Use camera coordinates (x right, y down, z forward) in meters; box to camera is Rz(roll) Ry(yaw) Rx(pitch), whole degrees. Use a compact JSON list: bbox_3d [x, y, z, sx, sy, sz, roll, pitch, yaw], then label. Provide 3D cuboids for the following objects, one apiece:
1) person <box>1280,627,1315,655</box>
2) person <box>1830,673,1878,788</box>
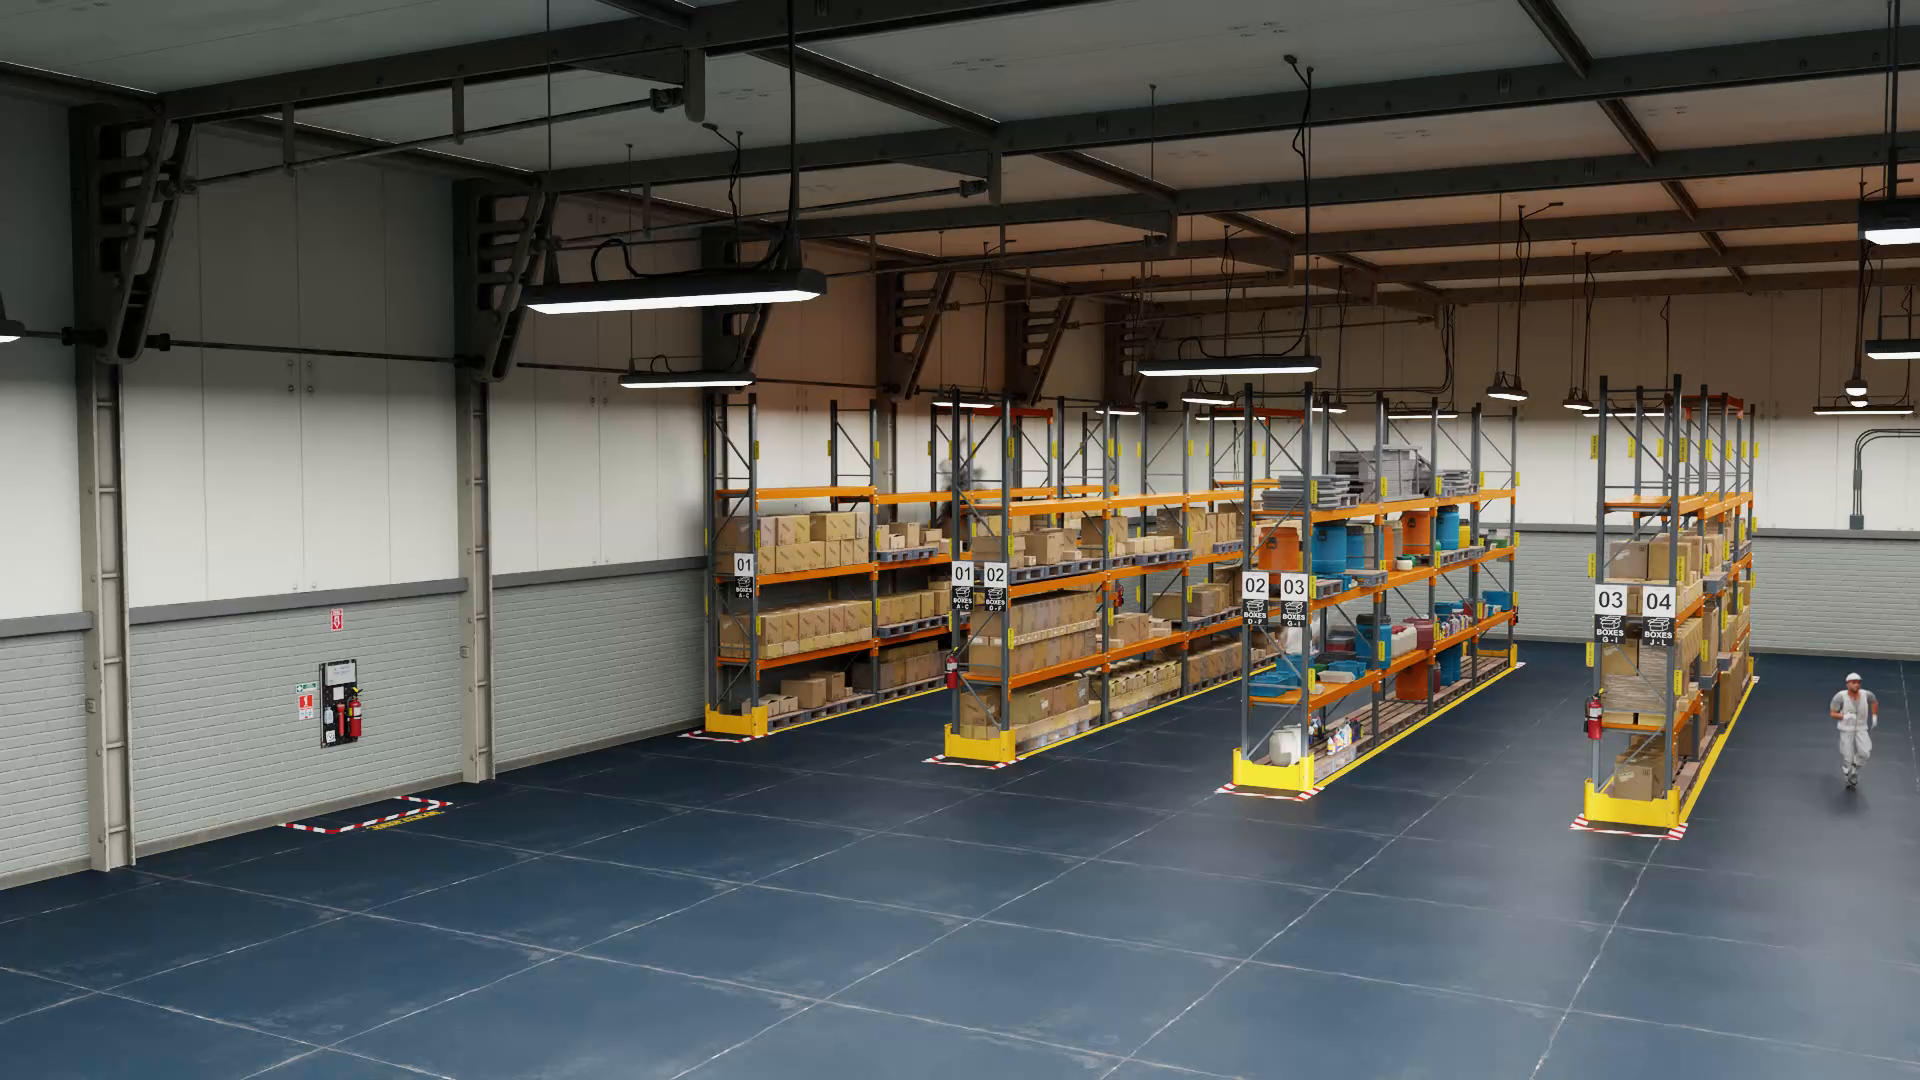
[{"bbox_3d":[6.752,2.306,33.336,0.682,1.768,0.940,1,3,14],"label":"person"},{"bbox_3d":[13.090,2.802,24.306,0.705,1.728,0.744,1,3,12],"label":"person"}]
